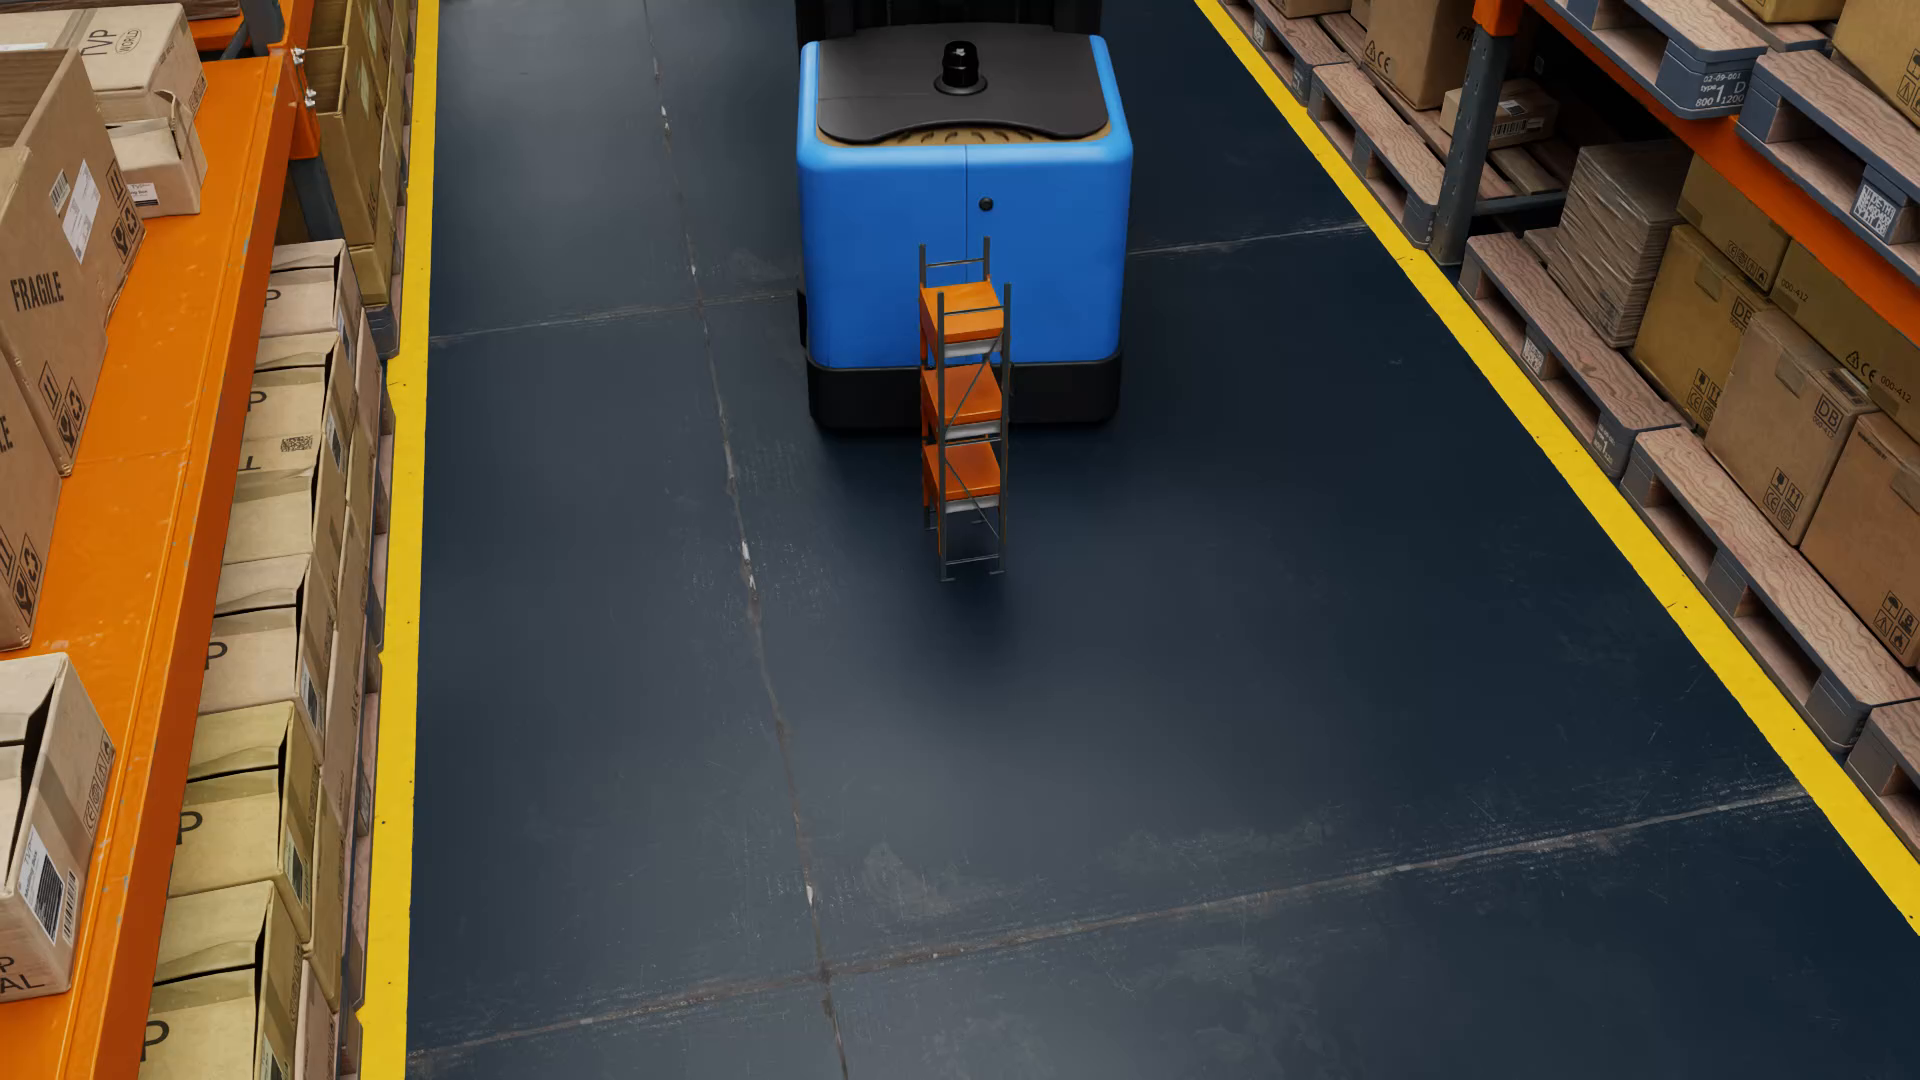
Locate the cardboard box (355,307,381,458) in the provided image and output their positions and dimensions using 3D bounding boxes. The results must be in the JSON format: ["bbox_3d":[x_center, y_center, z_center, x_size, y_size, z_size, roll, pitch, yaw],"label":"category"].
[{"bbox_3d":[-2.132,-0.473,5.278,0.500,0.250,0.500,-9,42,-10],"label":"cardboard box"}]

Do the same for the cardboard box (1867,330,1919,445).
[{"bbox_3d":[2.811,-0.372,4.396,0.500,0.250,0.500,-9,42,-9],"label":"cardboard box"}]

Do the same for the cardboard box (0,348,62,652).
[{"bbox_3d":[-2.019,-0.102,3.030,0.500,0.500,0.500,-10,43,-12],"label":"cardboard box"}]

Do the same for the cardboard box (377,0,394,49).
[{"bbox_3d":[-2.625,-2.298,6.770,0.500,0.500,0.500,-8,42,-9],"label":"cardboard box"}]

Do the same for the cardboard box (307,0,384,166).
[{"bbox_3d":[-2.415,-1.649,6.038,0.500,0.500,0.500,-8,42,-9],"label":"cardboard box"}]

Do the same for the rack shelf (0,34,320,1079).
[{"bbox_3d":[-2.073,-0.006,3.539,1.077,0.370,4.000,-8,42,-9],"label":"rack shelf"}]

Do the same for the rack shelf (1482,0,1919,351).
[{"bbox_3d":[2.763,-0.718,4.342,1.077,0.370,4.000,-8,42,-9],"label":"rack shelf"}]

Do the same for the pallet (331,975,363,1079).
[{"bbox_3d":[-1.781,1.525,3.373,1.003,0.211,1.213,-8,42,-9],"label":"pallet"}]

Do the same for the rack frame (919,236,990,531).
[{"bbox_3d":[-0.015,-0.437,4.951,0.200,1.050,0.008,-8,42,-9],"label":"rack frame"}]

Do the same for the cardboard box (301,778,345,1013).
[{"bbox_3d":[-1.695,0.849,3.789,0.500,0.250,0.500,-9,42,-10],"label":"cardboard box"}]

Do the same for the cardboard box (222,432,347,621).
[{"bbox_3d":[-1.913,-0.029,4.355,0.500,0.311,0.500,-8,42,-9],"label":"cardboard box"}]

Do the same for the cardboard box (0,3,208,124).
[{"bbox_3d":[-2.356,-1.203,4.458,0.500,0.250,0.500,-6,42,-7],"label":"cardboard box"}]

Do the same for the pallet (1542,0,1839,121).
[{"bbox_3d":[2.354,-1.696,5.045,1.003,0.211,1.213,-8,42,-9],"label":"pallet"}]

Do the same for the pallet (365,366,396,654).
[{"bbox_3d":[-2.307,-0.057,5.155,1.003,0.211,1.213,-8,42,-9],"label":"pallet"}]

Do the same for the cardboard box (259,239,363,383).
[{"bbox_3d":[-2.137,-0.689,5.099,0.500,0.311,0.500,-8,42,-9],"label":"cardboard box"}]

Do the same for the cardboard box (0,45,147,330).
[{"bbox_3d":[-2.241,-0.767,3.780,0.500,0.500,0.500,-6,42,-6],"label":"cardboard box"}]

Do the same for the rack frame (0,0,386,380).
[{"bbox_3d":[-2.505,-1.572,4.761,1.000,3.000,0.127,-8,42,-9],"label":"rack frame"}]

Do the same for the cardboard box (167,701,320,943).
[{"bbox_3d":[-1.697,0.631,3.612,0.500,0.311,0.500,-9,42,-10],"label":"cardboard box"}]

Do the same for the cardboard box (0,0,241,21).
[{"bbox_3d":[-2.607,-1.896,5.051,0.700,0.500,0.500,-9,42,-10],"label":"cardboard box"}]

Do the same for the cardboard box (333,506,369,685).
[{"bbox_3d":[-1.914,0.187,4.535,0.500,0.250,0.500,-7,42,-8],"label":"cardboard box"}]

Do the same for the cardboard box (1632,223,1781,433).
[{"bbox_3d":[2.667,-0.711,5.343,0.700,0.500,0.500,-9,42,-10],"label":"cardboard box"}]

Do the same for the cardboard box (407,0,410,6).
[{"bbox_3d":[-2.844,-2.666,7.748,0.500,0.250,0.500,-8,42,-9],"label":"cardboard box"}]

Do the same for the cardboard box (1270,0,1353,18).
[{"bbox_3d":[1.762,-2.793,7.688,0.700,0.500,0.500,-11,43,-12],"label":"cardboard box"}]

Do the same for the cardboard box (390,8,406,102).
[{"bbox_3d":[-2.628,-2.017,7.018,0.500,0.250,0.500,-8,42,-9],"label":"cardboard box"}]

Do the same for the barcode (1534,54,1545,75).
[{"bbox_3d":[2.441,-2.003,7.009,0.001,0.075,0.075,-8,42,-9],"label":"barcode"}]

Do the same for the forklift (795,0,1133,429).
[{"bbox_3d":[-0.054,-2.431,5.781,1.130,2.935,3.031,-2,42,-2],"label":"forklift"}]

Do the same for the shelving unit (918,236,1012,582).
[{"bbox_3d":[0.012,-0.358,4.862,0.215,1.050,0.252,-8,42,-9],"label":"shelving unit"}]

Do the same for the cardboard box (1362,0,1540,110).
[{"bbox_3d":[2.068,-2.181,6.999,0.500,0.500,0.500,-11,43,-12],"label":"cardboard box"}]

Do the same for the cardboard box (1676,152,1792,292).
[{"bbox_3d":[2.605,-1.034,5.142,0.500,0.250,0.500,-9,42,-10],"label":"cardboard box"}]

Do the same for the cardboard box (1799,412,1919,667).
[{"bbox_3d":[2.856,-0.049,4.597,0.700,0.500,0.500,-9,42,-10],"label":"cardboard box"}]

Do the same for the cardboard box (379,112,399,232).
[{"bbox_3d":[-2.412,-1.369,6.288,0.500,0.250,0.500,-8,42,-9],"label":"cardboard box"}]

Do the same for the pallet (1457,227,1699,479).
[{"bbox_3d":[2.501,-0.737,5.921,1.003,0.211,1.213,-8,42,-9],"label":"pallet"}]

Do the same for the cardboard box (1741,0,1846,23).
[{"bbox_3d":[2.522,-1.788,4.598,0.700,0.500,0.500,-4,42,-5],"label":"cardboard box"}]

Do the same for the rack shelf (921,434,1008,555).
[{"bbox_3d":[0.012,-0.142,5.054,0.215,0.259,0.240,-8,42,-9],"label":"rack shelf"}]

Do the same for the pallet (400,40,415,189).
[{"bbox_3d":[-2.902,-1.843,7.167,1.003,0.211,1.213,-8,42,-9],"label":"pallet"}]

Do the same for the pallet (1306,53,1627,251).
[{"bbox_3d":[2.152,-1.671,6.974,1.003,0.211,1.213,-8,42,-9],"label":"pallet"}]
